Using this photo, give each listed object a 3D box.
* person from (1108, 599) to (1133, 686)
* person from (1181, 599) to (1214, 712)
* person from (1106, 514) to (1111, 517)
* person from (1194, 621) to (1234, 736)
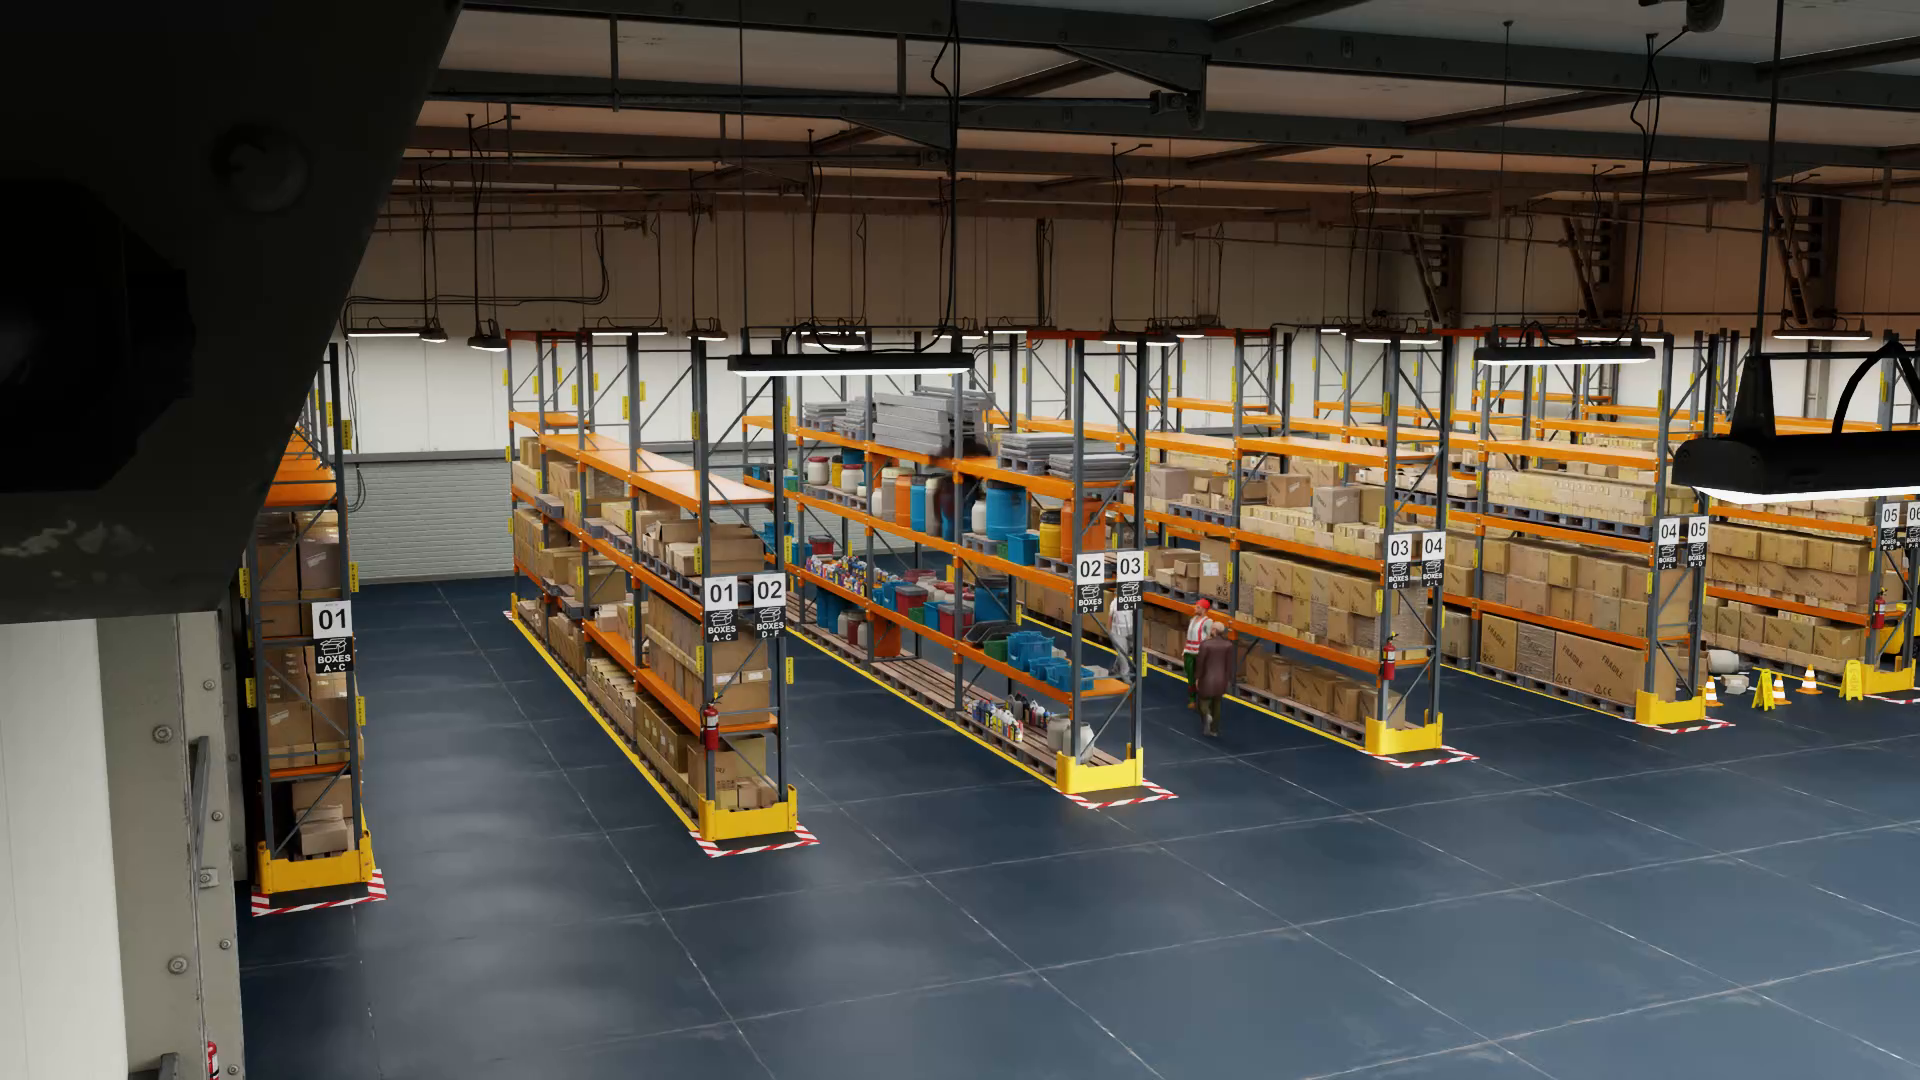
[{"bbox_3d":[2.856,1.587,28.588,0.493,1.731,1.021,-4,9,-24],"label":"person"},{"bbox_3d":[3.796,1.833,26.658,0.577,1.781,0.497,6,10,40],"label":"person"},{"bbox_3d":[3.377,0.010,39.905,0.606,1.750,0.950,1,8,9],"label":"person"},{"bbox_3d":[3.782,2.084,24.788,0.591,1.758,0.792,1,8,6],"label":"person"}]
